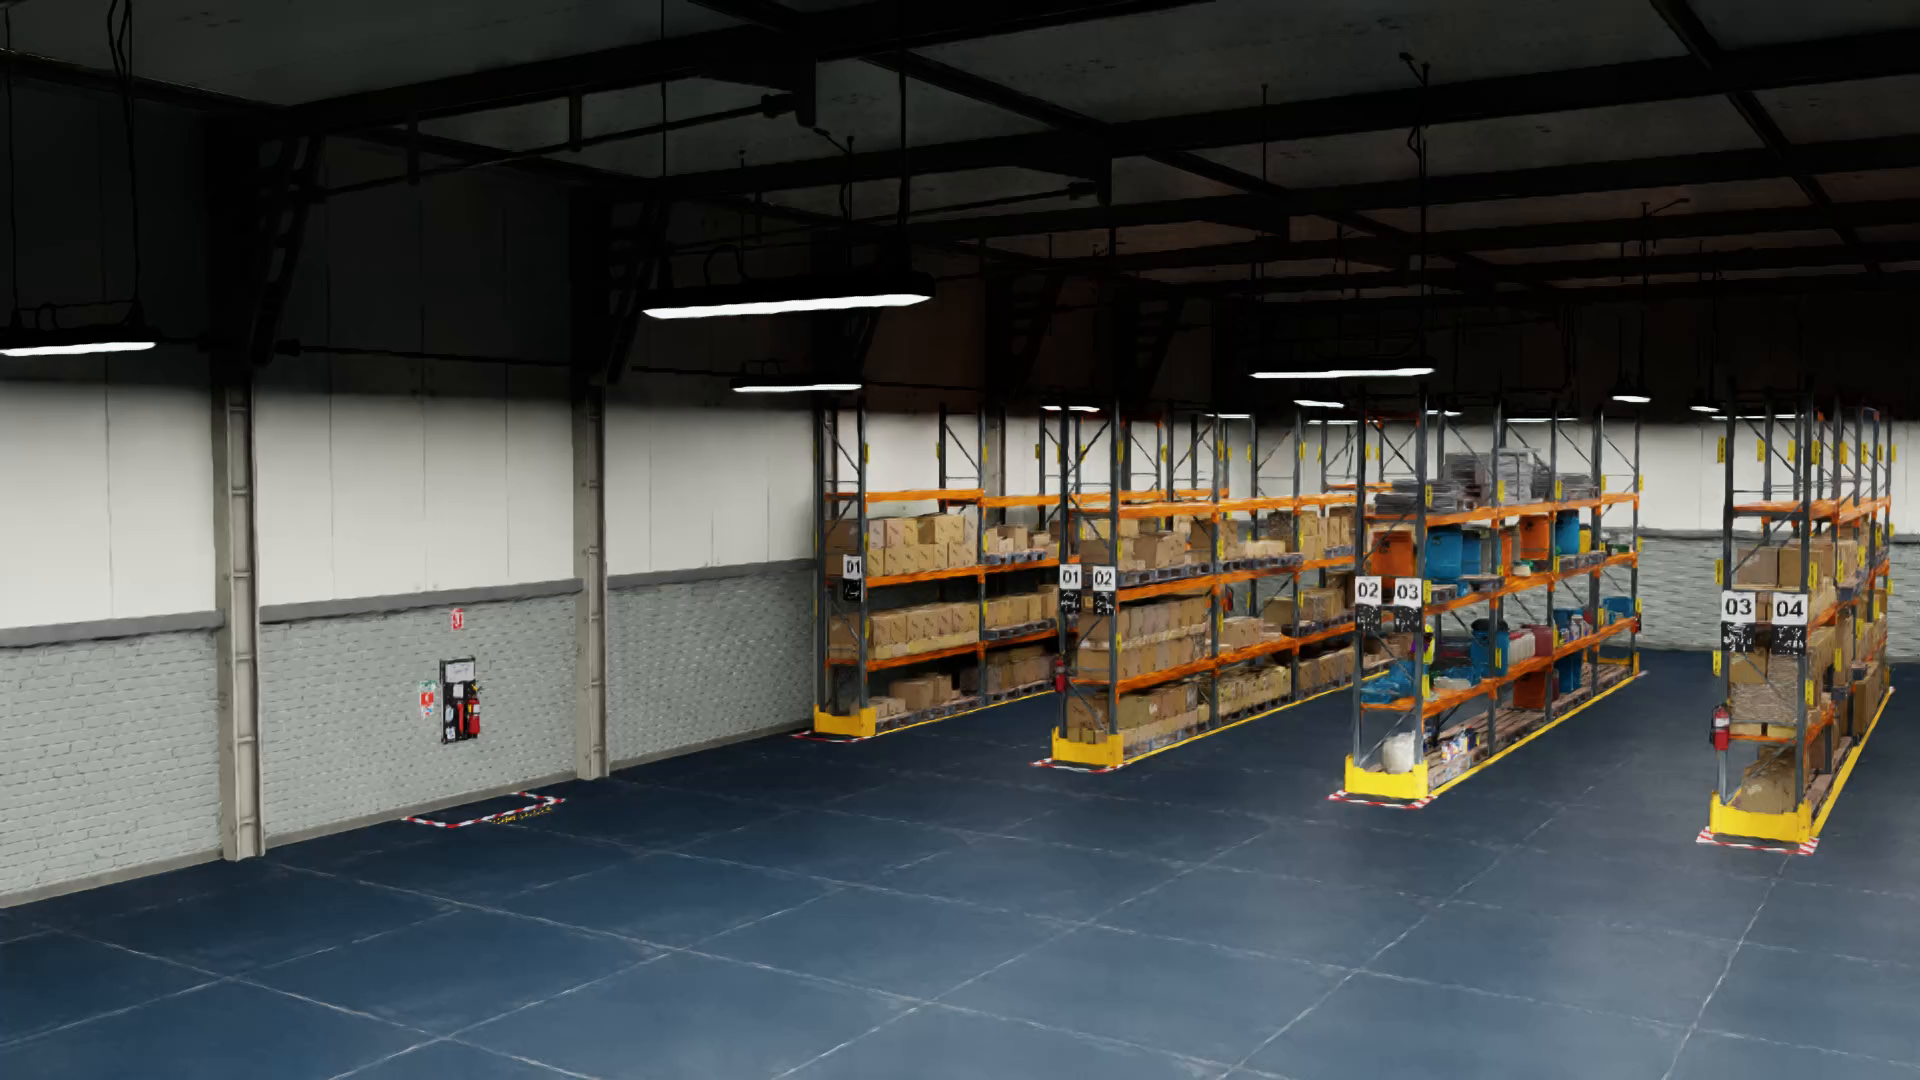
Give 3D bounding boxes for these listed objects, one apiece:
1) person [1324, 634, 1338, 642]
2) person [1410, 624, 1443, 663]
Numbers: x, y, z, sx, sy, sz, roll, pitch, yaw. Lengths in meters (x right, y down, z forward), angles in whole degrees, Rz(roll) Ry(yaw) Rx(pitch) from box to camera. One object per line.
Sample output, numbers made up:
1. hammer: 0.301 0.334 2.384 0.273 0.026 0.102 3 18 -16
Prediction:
1. person: 9.677 1.928 43.466 0.592 1.604 0.518 2 3 30
2. person: 9.013 2.470 32.073 0.719 1.714 0.578 2 3 31
